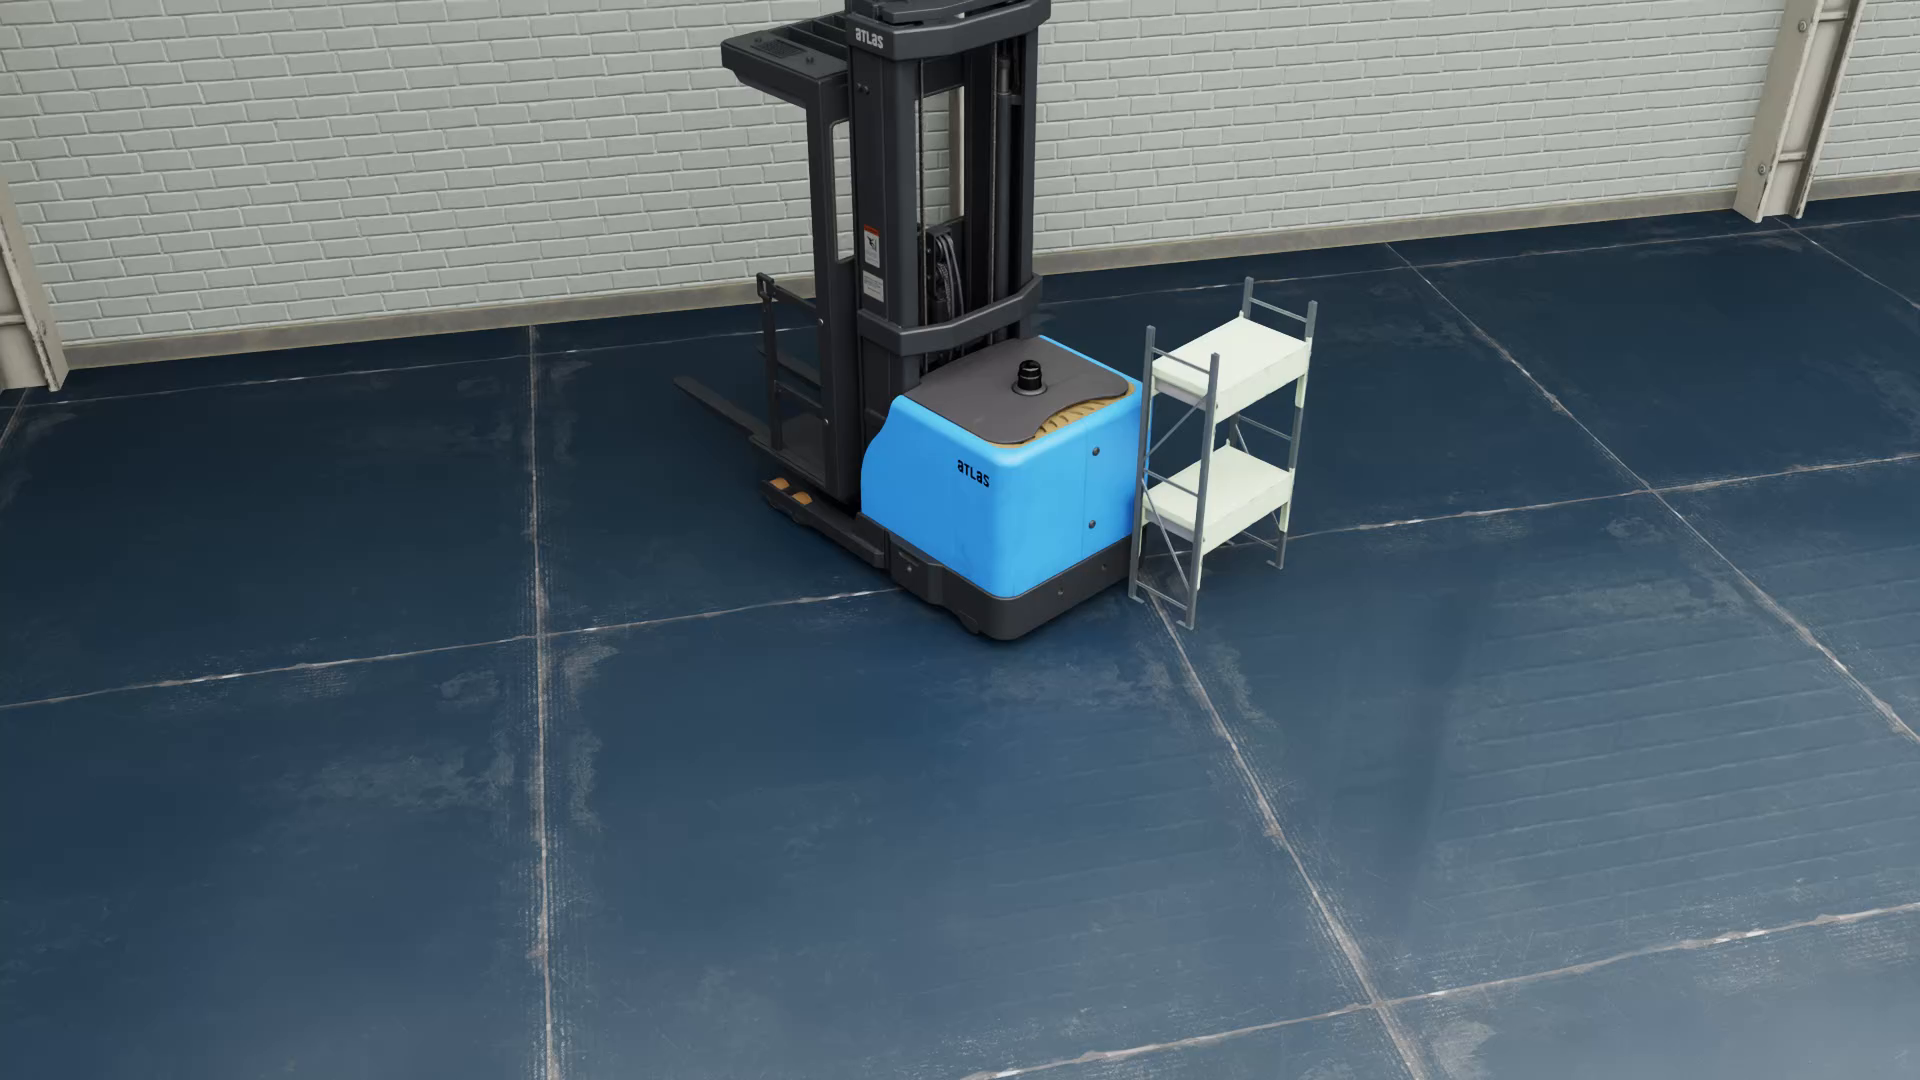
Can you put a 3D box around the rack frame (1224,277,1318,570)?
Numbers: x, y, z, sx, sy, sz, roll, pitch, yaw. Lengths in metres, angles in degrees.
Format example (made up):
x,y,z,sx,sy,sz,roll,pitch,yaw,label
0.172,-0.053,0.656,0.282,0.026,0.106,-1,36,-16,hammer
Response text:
x,y,z,sx,sy,sz,roll,pitch,yaw,label
1.507,-0.552,8.226,0.023,1.500,0.400,-29,43,-36,rack frame

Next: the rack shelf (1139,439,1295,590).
x,y,z,sx,sy,sz,roll,pitch,yaw,label
1.248,-0.137,8.193,0.720,0.370,0.431,-29,43,-36,rack shelf

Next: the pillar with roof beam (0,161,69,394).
x,y,z,sx,sy,sz,roll,pitch,yaw,label
-4.750,-2.364,4.197,0.400,9.000,9.100,-7,35,-11,pillar with roof beam

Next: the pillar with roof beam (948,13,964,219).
x,y,z,sx,sy,sz,roll,pitch,yaw,label
1.102,-3.102,5.296,0.400,9.000,9.100,-7,35,-11,pillar with roof beam

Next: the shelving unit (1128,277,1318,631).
x,y,z,sx,sy,sz,roll,pitch,yaw,label
1.248,-0.408,8.012,0.755,1.500,0.431,-29,43,-36,shelving unit

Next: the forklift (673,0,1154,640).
x,y,z,sx,sy,sz,roll,pitch,yaw,label
-0.424,-1.477,8.320,1.130,2.935,3.031,-27,42,-34,forklift

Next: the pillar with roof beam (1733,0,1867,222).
x,y,z,sx,sy,sz,roll,pitch,yaw,label
6.954,-3.839,6.395,0.400,9.000,9.100,-7,35,-11,pillar with roof beam

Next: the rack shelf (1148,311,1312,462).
x,y,z,sx,sy,sz,roll,pitch,yaw,label
1.248,-0.732,7.794,0.720,0.370,0.431,-29,43,-36,rack shelf

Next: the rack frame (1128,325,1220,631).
x,y,z,sx,sy,sz,roll,pitch,yaw,label
0.989,-0.264,7.797,0.023,1.500,0.400,-29,43,-36,rack frame
